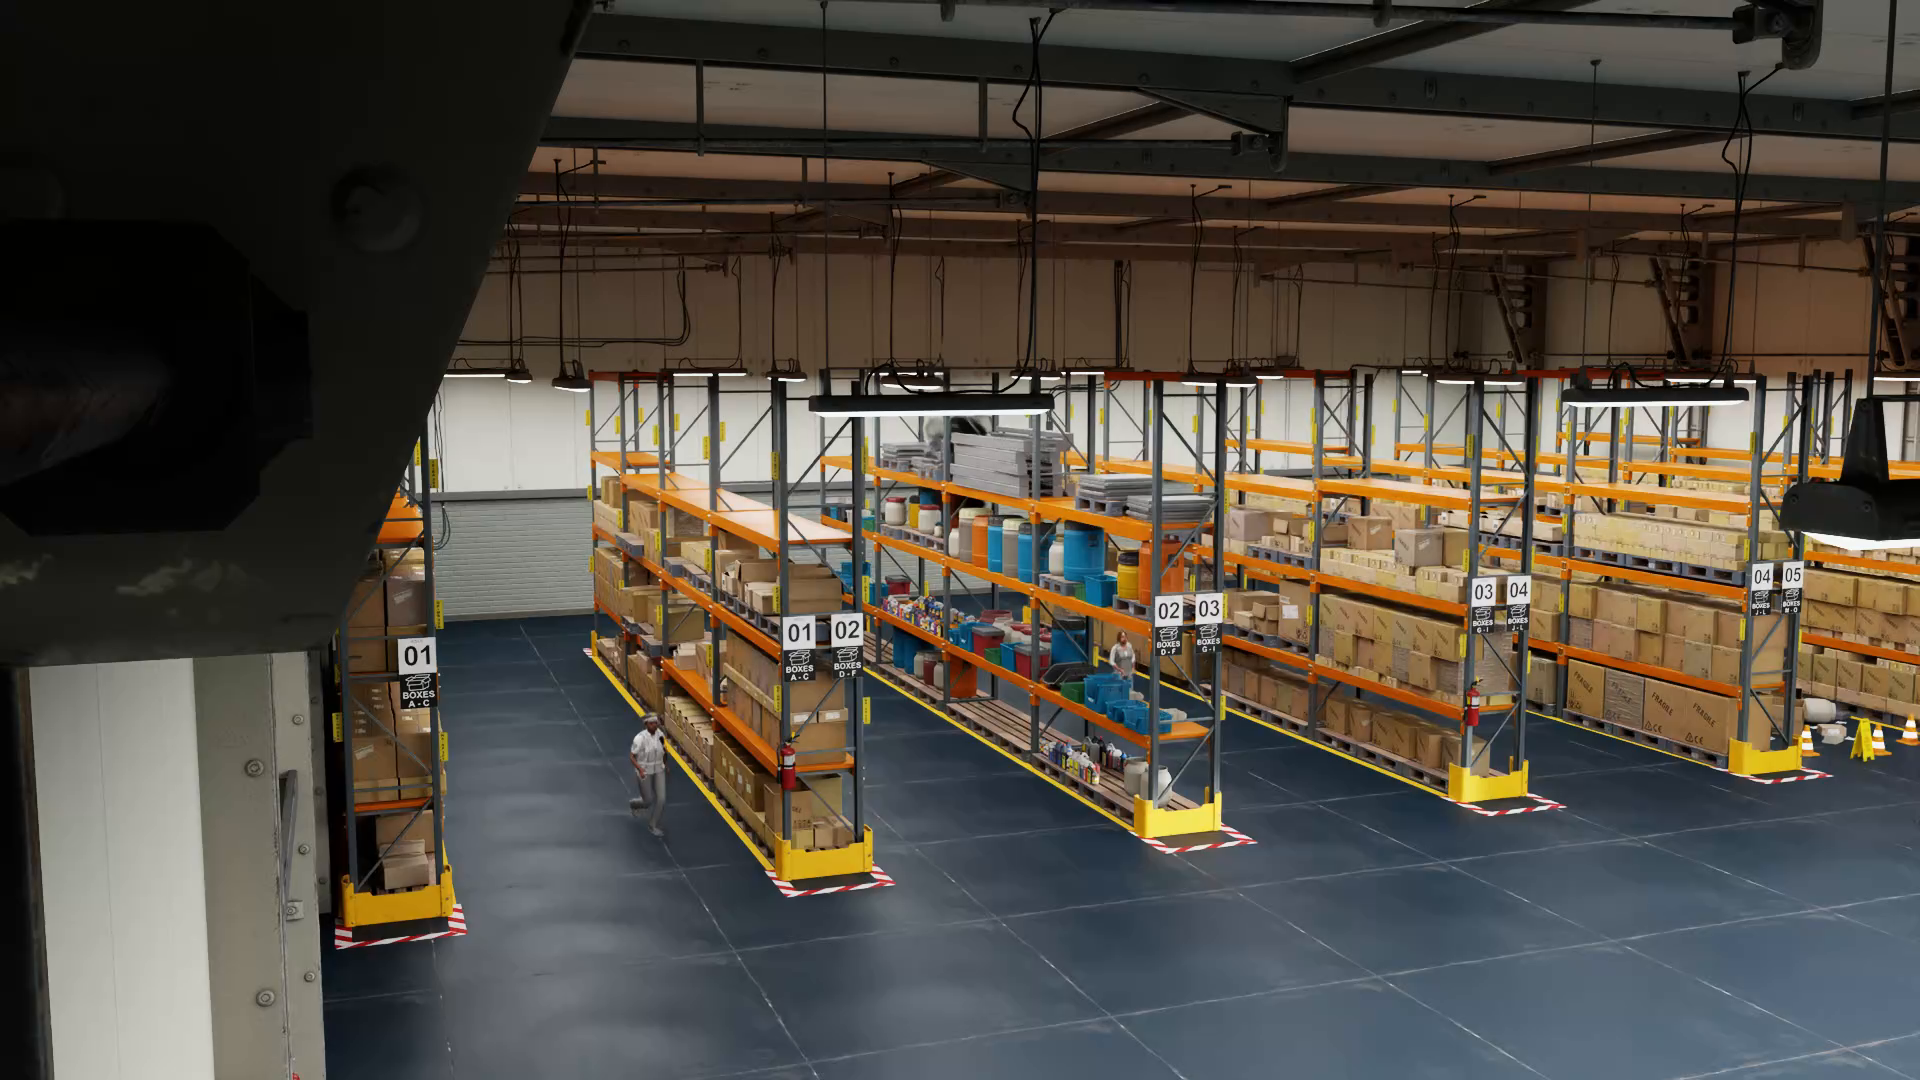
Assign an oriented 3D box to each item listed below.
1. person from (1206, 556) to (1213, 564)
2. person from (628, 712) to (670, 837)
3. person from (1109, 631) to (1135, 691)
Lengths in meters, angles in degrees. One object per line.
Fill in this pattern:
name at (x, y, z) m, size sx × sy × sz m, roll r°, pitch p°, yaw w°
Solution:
person at (5.702, 1.227, 37.962) m, size 0.711 × 1.815 × 0.789 m, roll -2°, pitch 7°, yaw -17°
person at (-4.133, 3.063, 22.070) m, size 0.561 × 1.658 × 0.681 m, roll -5°, pitch 8°, yaw -37°
person at (2.832, 2.342, 28.950) m, size 0.555 × 1.562 × 0.612 m, roll -3°, pitch 7°, yaw -22°
